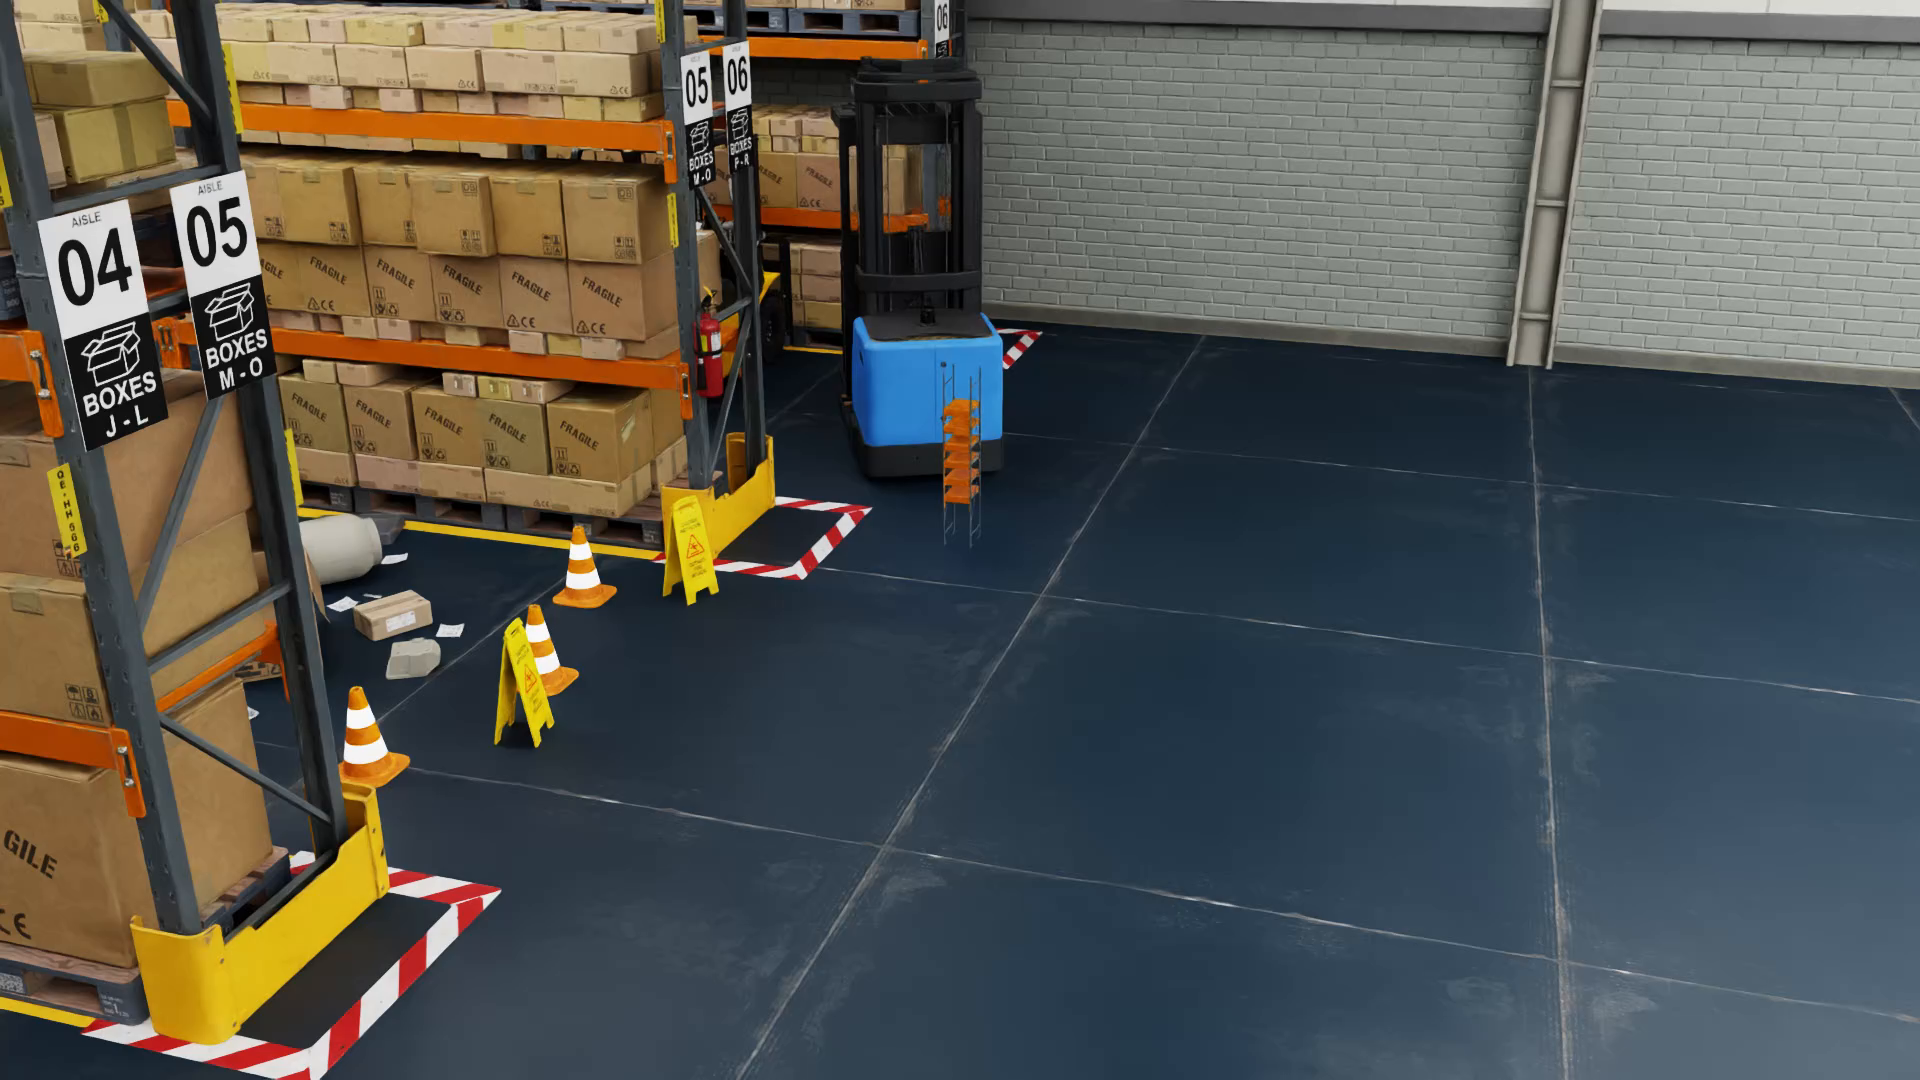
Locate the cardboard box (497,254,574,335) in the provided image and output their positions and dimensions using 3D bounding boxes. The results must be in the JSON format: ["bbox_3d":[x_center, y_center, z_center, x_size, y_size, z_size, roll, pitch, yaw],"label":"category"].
[{"bbox_3d":[-2.641,-1.657,10.834,0.500,0.500,0.500,7,23,16],"label":"cardboard box"}]

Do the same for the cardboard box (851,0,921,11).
[{"bbox_3d":[-0.627,-4.896,14.484,0.500,0.500,0.500,7,23,17],"label":"cardboard box"}]

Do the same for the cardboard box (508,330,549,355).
[{"bbox_3d":[-2.752,-1.345,10.928,0.250,0.149,0.380,7,23,16],"label":"cardboard box"}]

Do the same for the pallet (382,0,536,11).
[{"bbox_3d":[-4.811,-5.091,16.028,1.217,0.209,0.805,6,23,13],"label":"pallet"}]

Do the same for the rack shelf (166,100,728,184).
[{"bbox_3d":[-3.478,-2.732,10.972,4.000,0.370,1.077,7,23,16],"label":"rack shelf"}]

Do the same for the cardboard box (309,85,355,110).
[{"bbox_3d":[-3.956,-2.871,10.695,0.250,0.149,0.380,6,23,14],"label":"cardboard box"}]

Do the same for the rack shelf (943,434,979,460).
[{"bbox_3d":[0.014,-0.623,11.010,0.180,0.103,0.258,7,23,16],"label":"rack shelf"}]

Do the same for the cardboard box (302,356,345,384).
[{"bbox_3d":[-4.311,-1.211,11.497,0.250,0.149,0.380,7,23,18],"label":"cardboard box"}]

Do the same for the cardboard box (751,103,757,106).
[{"bbox_3d":[-2.120,-4.067,15.855,0.250,0.149,0.380,7,23,17],"label":"cardboard box"}]

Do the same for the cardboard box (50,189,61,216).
[{"bbox_3d":[-3.376,-1.342,6.282,0.250,0.149,0.380,7,23,16],"label":"cardboard box"}]

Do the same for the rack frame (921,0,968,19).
[{"bbox_3d":[-0.133,-6.037,14.130,0.127,3.000,1.000,7,23,16],"label":"rack frame"}]

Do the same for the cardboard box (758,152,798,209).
[{"bbox_3d":[-1.665,-3.382,15.432,0.500,0.500,0.500,6,23,14],"label":"cardboard box"}]

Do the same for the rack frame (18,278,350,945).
[{"bbox_3d":[-2.896,0.352,6.459,0.127,3.000,1.000,7,23,16],"label":"rack frame"}]

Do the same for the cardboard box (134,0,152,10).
[{"bbox_3d":[-8.354,-5.425,16.787,0.500,0.250,0.500,6,23,14],"label":"cardboard box"}]

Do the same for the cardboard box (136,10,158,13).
[{"bbox_3d":[-5.836,-3.618,11.830,0.500,0.250,0.500,6,23,14],"label":"cardboard box"}]

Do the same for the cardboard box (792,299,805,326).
[{"bbox_3d":[-1.624,-2.236,15.839,0.500,0.250,0.500,7,23,16],"label":"cardboard box"}]

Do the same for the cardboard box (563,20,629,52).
[{"bbox_3d":[-2.208,-3.070,10.130,0.250,0.149,0.380,7,23,16],"label":"cardboard box"}]

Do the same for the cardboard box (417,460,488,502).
[{"bbox_3d":[-3.411,-0.485,11.571,0.500,0.250,0.500,6,23,14],"label":"cardboard box"}]

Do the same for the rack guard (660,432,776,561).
[{"bbox_3d":[-1.636,-0.309,11.365,0.348,0.500,1.175,7,23,16],"label":"rack guard"}]

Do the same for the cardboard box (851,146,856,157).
[{"bbox_3d":[-0.799,-3.561,15.013,0.250,0.149,0.380,7,23,16],"label":"cardboard box"}]

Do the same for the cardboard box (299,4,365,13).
[{"bbox_3d":[-4.246,-3.539,11.272,0.250,0.149,0.380,7,23,17],"label":"cardboard box"}]

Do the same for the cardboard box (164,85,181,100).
[{"bbox_3d":[-5.163,-3.043,11.114,0.250,0.149,0.380,6,23,15],"label":"cardboard box"}]

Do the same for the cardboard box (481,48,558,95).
[{"bbox_3d":[-2.608,-2.932,10.319,0.500,0.250,0.500,6,23,15],"label":"cardboard box"}]

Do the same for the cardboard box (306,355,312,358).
[{"bbox_3d":[-4.749,-1.198,12.319,0.500,0.500,0.500,6,23,15],"label":"cardboard box"}]

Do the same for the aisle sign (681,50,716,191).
[{"bbox_3d":[-1.588,-2.548,10.104,0.004,0.787,0.394,7,23,16],"label":"aisle sign"}]

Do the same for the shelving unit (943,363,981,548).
[{"bbox_3d":[0.014,-0.554,11.038,0.189,1.200,0.258,7,23,16],"label":"shelving unit"}]

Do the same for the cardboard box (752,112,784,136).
[{"bbox_3d":[-1.788,-3.811,15.231,0.250,0.149,0.380,7,23,17],"label":"cardboard box"}]

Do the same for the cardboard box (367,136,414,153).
[{"bbox_3d":[-5.489,-3.935,16.448,0.500,0.250,0.500,7,23,17],"label":"cardboard box"}]

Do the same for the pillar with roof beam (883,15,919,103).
[{"bbox_3d":[-1.783,-4.877,11.301,0.400,9.000,9.100,7,23,16],"label":"pillar with roof beam"}]

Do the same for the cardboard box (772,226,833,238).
[{"bbox_3d":[-1.494,-2.880,16.090,0.500,0.250,0.500,6,23,15],"label":"cardboard box"}]

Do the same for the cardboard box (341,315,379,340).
[{"bbox_3d":[-3.962,-1.485,11.269,0.250,0.149,0.380,7,23,16],"label":"cardboard box"}]

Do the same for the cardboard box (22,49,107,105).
[{"bbox_3d":[-3.364,-1.709,6.126,0.250,0.149,0.380,7,23,16],"label":"cardboard box"}]

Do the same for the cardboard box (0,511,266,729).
[{"bbox_3d":[-3.265,0.259,6.490,0.550,0.550,0.875,7,23,16],"label":"cardboard box"}]

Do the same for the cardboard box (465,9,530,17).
[{"bbox_3d":[-3.022,-3.388,10.905,0.250,0.149,0.380,7,23,17],"label":"cardboard box"}]

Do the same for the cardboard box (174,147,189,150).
[{"bbox_3d":[-5.741,-2.754,12.100,0.250,0.149,0.380,6,23,15],"label":"cardboard box"}]

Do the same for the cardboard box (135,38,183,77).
[{"bbox_3d":[-5.051,-3.204,10.982,0.500,0.250,0.500,6,23,14],"label":"cardboard box"}]

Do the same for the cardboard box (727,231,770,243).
[{"bbox_3d":[-2.123,-2.747,15.767,0.500,0.250,0.500,6,23,14],"label":"cardboard box"}]

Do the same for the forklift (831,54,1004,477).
[{"bbox_3d":[-0.412,-2.342,13.116,1.130,2.935,3.031,-3,23,-8],"label":"forklift"}]

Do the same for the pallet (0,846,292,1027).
[{"bbox_3d":[-3.684,1.583,7.133,1.213,0.211,1.003,7,23,15],"label":"pallet"}]

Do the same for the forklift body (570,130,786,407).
[{"bbox_3d":[-2.475,-2.414,14.320,1.214,2.155,2.313,7,23,16],"label":"forklift body"}]

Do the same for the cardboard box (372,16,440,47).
[{"bbox_3d":[-3.450,-3.184,10.407,0.250,0.149,0.380,7,23,17],"label":"cardboard box"}]

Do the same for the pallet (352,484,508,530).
[{"bbox_3d":[-3.568,-0.412,11.996,1.213,0.211,1.003,7,23,16],"label":"pallet"}]

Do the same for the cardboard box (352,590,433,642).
[{"bbox_3d":[-3.401,0.452,9.972,0.380,0.149,0.250,-20,29,-39],"label":"cardboard box"}]

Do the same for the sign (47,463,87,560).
[{"bbox_3d":[-3.066,-0.098,5.717,0.005,0.325,0.100,7,23,16],"label":"sign"}]

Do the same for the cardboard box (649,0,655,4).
[{"bbox_3d":[-2.629,-4.993,15.029,0.258,0.266,0.396,6,23,14],"label":"cardboard box"}]

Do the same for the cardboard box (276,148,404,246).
[{"bbox_3d":[-4.079,-2.287,11.051,0.500,0.500,0.700,6,23,14],"label":"cardboard box"}]

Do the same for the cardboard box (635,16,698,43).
[{"bbox_3d":[-1.845,-3.211,10.473,0.250,0.149,0.380,6,23,15],"label":"cardboard box"}]

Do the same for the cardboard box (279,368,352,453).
[{"bbox_3d":[-4.390,-0.948,11.710,0.500,0.500,0.500,8,23,18],"label":"cardboard box"}]

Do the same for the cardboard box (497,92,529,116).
[{"bbox_3d":[-2.701,-2.775,10.462,0.250,0.149,0.380,7,23,16],"label":"cardboard box"}]

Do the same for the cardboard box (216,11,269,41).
[{"bbox_3d":[-4.678,-3.333,10.771,0.250,0.149,0.380,6,23,14],"label":"cardboard box"}]

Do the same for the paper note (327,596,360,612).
[{"bbox_3d":[-3.813,0.393,10.286,0.142,0.019,0.148,16,27,34],"label":"paper note"}]

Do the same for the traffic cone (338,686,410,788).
[{"bbox_3d":[-2.995,0.952,8.340,0.334,0.463,0.336,7,23,16],"label":"traffic cone"}]
